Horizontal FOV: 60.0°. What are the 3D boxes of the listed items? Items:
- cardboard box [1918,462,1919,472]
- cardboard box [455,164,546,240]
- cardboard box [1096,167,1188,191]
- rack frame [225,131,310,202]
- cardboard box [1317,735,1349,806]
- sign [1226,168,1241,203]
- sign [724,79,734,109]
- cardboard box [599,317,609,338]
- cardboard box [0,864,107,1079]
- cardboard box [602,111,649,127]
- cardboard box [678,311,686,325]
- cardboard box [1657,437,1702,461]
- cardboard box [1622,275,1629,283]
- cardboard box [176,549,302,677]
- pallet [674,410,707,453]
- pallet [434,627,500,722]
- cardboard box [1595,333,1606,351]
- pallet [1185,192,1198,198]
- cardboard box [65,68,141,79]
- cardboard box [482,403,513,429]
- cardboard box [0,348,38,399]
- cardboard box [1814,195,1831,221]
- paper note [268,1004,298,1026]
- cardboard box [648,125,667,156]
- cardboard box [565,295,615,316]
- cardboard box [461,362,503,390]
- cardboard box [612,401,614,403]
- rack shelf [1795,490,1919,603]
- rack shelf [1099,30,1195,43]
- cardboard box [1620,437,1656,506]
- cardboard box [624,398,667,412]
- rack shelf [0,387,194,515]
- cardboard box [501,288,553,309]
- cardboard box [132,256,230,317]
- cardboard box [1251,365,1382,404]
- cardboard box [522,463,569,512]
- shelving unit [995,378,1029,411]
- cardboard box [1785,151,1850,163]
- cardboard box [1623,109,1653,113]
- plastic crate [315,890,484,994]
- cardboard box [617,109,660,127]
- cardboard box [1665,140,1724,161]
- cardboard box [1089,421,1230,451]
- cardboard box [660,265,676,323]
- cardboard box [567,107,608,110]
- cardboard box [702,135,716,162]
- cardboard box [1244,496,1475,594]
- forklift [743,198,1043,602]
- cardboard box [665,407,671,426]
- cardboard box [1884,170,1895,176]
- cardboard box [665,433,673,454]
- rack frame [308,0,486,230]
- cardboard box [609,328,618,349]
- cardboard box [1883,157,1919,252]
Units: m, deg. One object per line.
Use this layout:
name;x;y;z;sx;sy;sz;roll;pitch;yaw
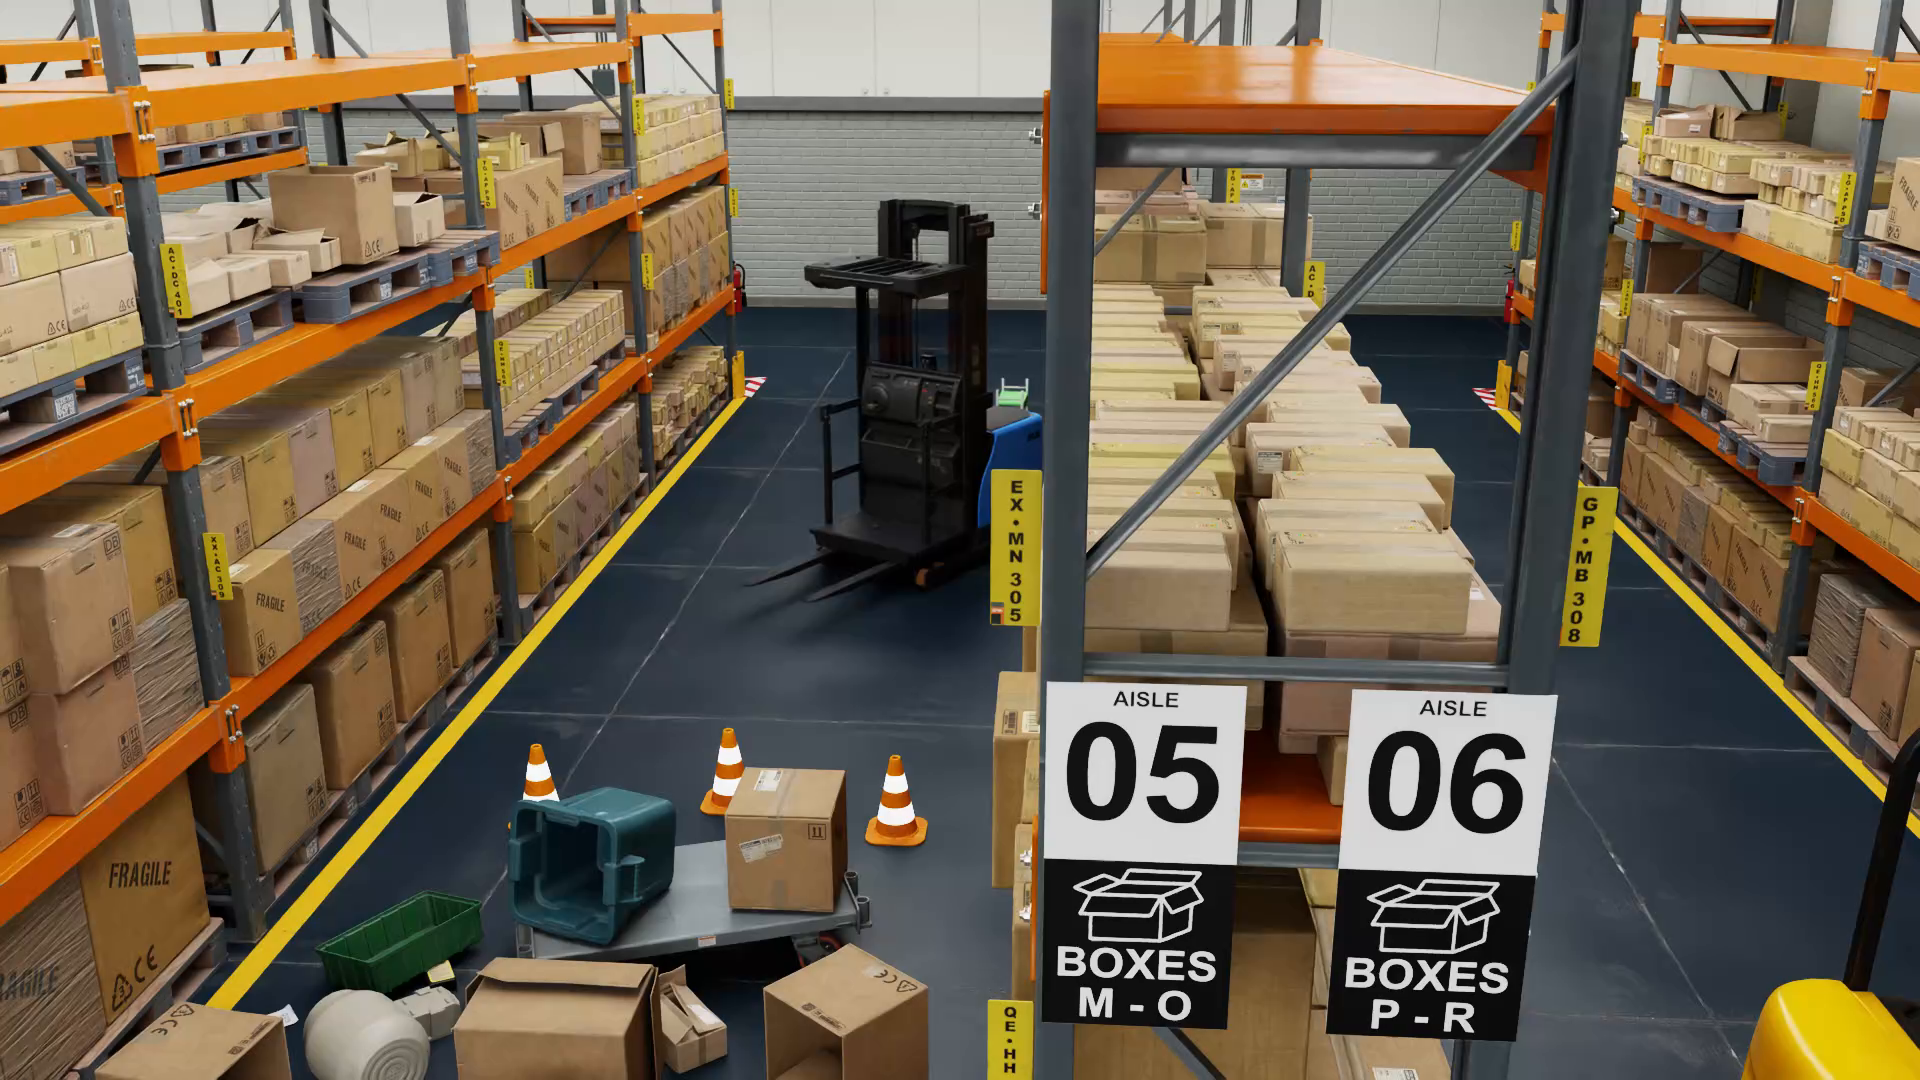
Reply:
cardboard box;5.866;-0.433;9.724;0.380;0.149;0.250;1;18;5
cardboard box;-3.373;-2.481;12.200;0.500;0.500;0.500;1;18;4
cardboard box;1.113;-2.397;11.263;0.797;0.503;0.637;0;18;1
rack frame;-8.074;-3.308;19.702;1.000;3.000;0.127;1;18;4
cardboard box;1.011;0.480;3.726;0.380;0.149;0.250;1;18;4
sign;1.778;-2.261;10.858;0.100;0.325;0.005;1;18;4
sign;-2.582;-4.994;18.606;0.100;0.325;0.005;1;18;4
cardboard box;-3.291;-1.858;14.529;0.380;0.149;0.250;2;18;6
cardboard box;-4.170;1.845;6.714;0.875;0.875;0.875;1;18;4
cardboard box;-3.144;-3.953;15.650;0.380;0.149;0.250;1;18;3
cardboard box;-3.028;-2.295;17.014;0.380;0.149;0.250;2;18;6
cardboard box;6.234;-0.782;14.290;0.380;0.149;0.250;0;18;1
cardboard box;6.915;-2.585;17.257;0.500;0.250;0.500;2;18;6
cardboard box;-3.688;0.356;8.359;0.500;0.500;0.500;1;18;5
pallet;-3.323;-1.188;17.710;1.003;0.211;1.213;1;18;4
pallet;-3.839;0.887;11.378;1.003;0.211;1.213;1;18;4
cardboard box;6.237;-1.883;15.756;0.380;0.149;0.250;2;18;5
pallet;1.307;-2.487;12.680;1.003;0.211;1.213;2;18;6
cardboard box;-8.287;-4.434;16.121;0.500;0.250;0.500;0;18;0
cardboard box;-3.474;-0.896;12.070;0.380;0.149;0.250;1;18;3
cardboard box;-3.755;-0.634;6.292;0.380;0.149;0.250;1;18;4
cardboard box;6.011;-2.232;11.200;0.380;0.149;0.250;1;18;3
paper note;-3.139;2.201;7.657;0.147;0.020;0.142;-13;22;-34
cardboard box;-3.107;-3.814;15.867;0.500;0.250;0.500;1;18;4
cardboard box;-3.273;-2.074;14.709;0.380;0.149;0.250;1;18;2
cardboard box;-3.481;-1.185;11.996;0.380;0.149;0.250;1;18;4
cardboard box;-3.666;-1.325;16.599;0.380;0.149;0.250;1;18;3
rack shelf;6.045;0.470;9.326;1.077;0.370;4.000;1;18;4
rack shelf;1.667;-4.785;16.371;1.077;0.370;4.000;1;18;4
cardboard box;6.216;-0.602;14.781;0.500;0.500;0.500;2;18;6
cardboard box;-3.142;-1.318;16.575;0.380;0.149;0.250;1;18;3
rack shelf;-4.138;0.098;5.643;1.077;0.370;4.000;1;18;4
cardboard box;-3.908;-2.175;15.016;0.380;0.149;0.250;2;18;7
cardboard box;-3.702;-1.230;7.922;0.258;0.266;0.396;1;18;3
cardboard box;1.129;-0.458;5.309;0.380;0.149;0.250;2;18;5
cardboard box;-3.381;-0.416;13.010;0.500;0.250;0.500;1;18;3
shelving unit;0.467;-0.818;14.993;0.258;1.200;0.503;2;18;7
cardboard box;6.485;-2.854;12.591;0.380;0.149;0.250;2;18;5
cardboard box;6.343;-3.945;15.789;0.500;0.250;0.500;2;18;5
plastic crate;-2.700;1.953;8.069;0.450;0.188;0.662;0;15;35
cardboard box;-3.080;-4.033;15.893;0.380;0.149;0.250;1;18;2
cardboard box;6.007;-3.184;13.597;0.380;0.149;0.250;1;18;3
cardboard box;0.544;-0.227;4.603;0.380;0.149;0.250;1;18;4
cardboard box;-3.106;-2.415;16.337;0.500;0.500;0.500;1;18;4
cardboard box;-3.605;-4.132;16.197;0.380;0.149;0.250;1;18;2
cardboard box;-2.932;-4.214;17.891;0.500;0.250;0.500;1;18;4
cardboard box;1.011;0.080;4.306;0.500;0.250;0.500;1;18;3
forklift;-0.521;-1.170;13.287;1.130;2.935;3.031;12;22;33
cardboard box;-3.143;-1.256;16.866;0.380;0.149;0.250;0;18;1
cardboard box;6.554;-2.440;11.359;0.380;0.149;0.250;1;18;4
cardboard box;-3.055;-0.957;16.431;0.380;0.149;0.250;2;18;6
rack frame;-3.708;-3.532;10.751;1.000;3.000;0.127;1;18;4
cardboard box;-3.270;-1.795;14.814;0.380;0.149;0.250;1;18;4
cardboard box;5.893;-1.993;9.876;0.500;0.500;0.500;1;18;4
